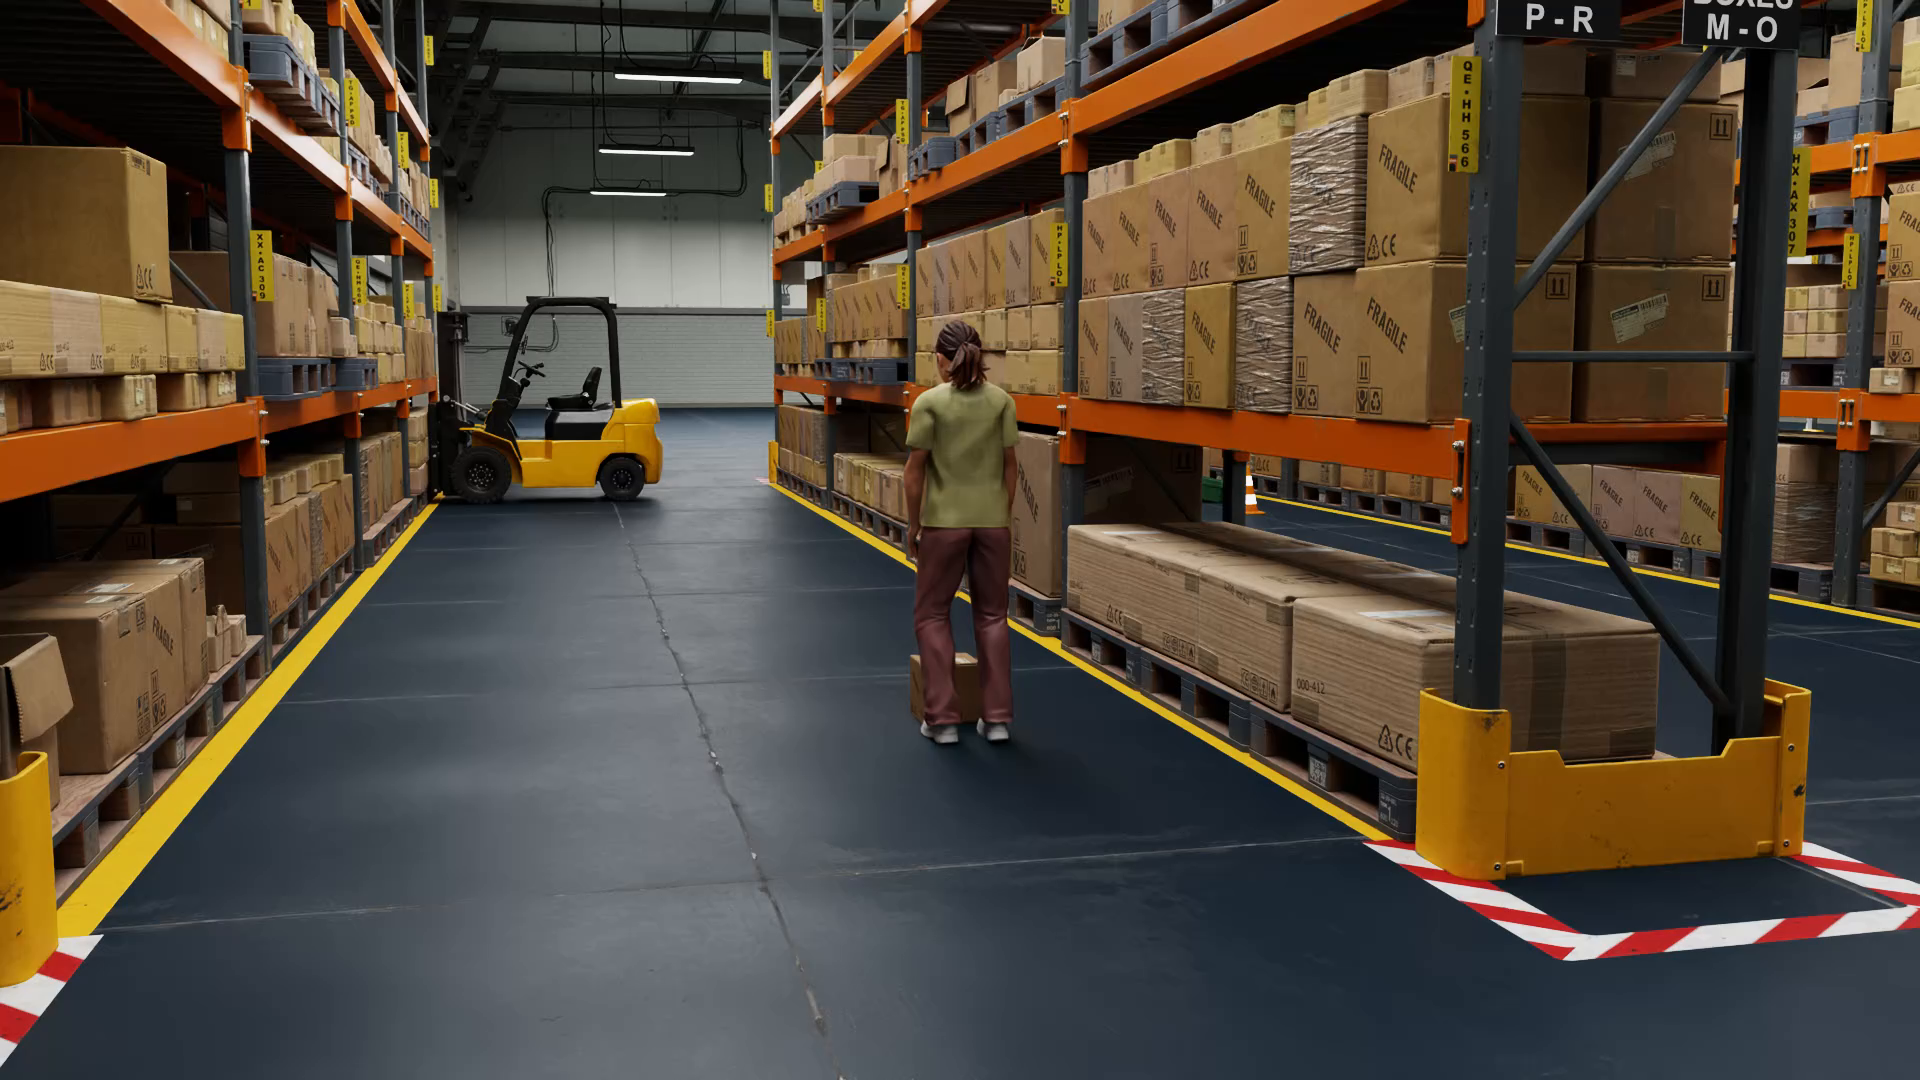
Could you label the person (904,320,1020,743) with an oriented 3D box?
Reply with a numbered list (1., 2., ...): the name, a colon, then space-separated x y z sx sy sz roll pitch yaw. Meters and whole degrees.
1. person: 0.003 0.090 6.550 0.458 1.421 0.351 -1 6 -13
